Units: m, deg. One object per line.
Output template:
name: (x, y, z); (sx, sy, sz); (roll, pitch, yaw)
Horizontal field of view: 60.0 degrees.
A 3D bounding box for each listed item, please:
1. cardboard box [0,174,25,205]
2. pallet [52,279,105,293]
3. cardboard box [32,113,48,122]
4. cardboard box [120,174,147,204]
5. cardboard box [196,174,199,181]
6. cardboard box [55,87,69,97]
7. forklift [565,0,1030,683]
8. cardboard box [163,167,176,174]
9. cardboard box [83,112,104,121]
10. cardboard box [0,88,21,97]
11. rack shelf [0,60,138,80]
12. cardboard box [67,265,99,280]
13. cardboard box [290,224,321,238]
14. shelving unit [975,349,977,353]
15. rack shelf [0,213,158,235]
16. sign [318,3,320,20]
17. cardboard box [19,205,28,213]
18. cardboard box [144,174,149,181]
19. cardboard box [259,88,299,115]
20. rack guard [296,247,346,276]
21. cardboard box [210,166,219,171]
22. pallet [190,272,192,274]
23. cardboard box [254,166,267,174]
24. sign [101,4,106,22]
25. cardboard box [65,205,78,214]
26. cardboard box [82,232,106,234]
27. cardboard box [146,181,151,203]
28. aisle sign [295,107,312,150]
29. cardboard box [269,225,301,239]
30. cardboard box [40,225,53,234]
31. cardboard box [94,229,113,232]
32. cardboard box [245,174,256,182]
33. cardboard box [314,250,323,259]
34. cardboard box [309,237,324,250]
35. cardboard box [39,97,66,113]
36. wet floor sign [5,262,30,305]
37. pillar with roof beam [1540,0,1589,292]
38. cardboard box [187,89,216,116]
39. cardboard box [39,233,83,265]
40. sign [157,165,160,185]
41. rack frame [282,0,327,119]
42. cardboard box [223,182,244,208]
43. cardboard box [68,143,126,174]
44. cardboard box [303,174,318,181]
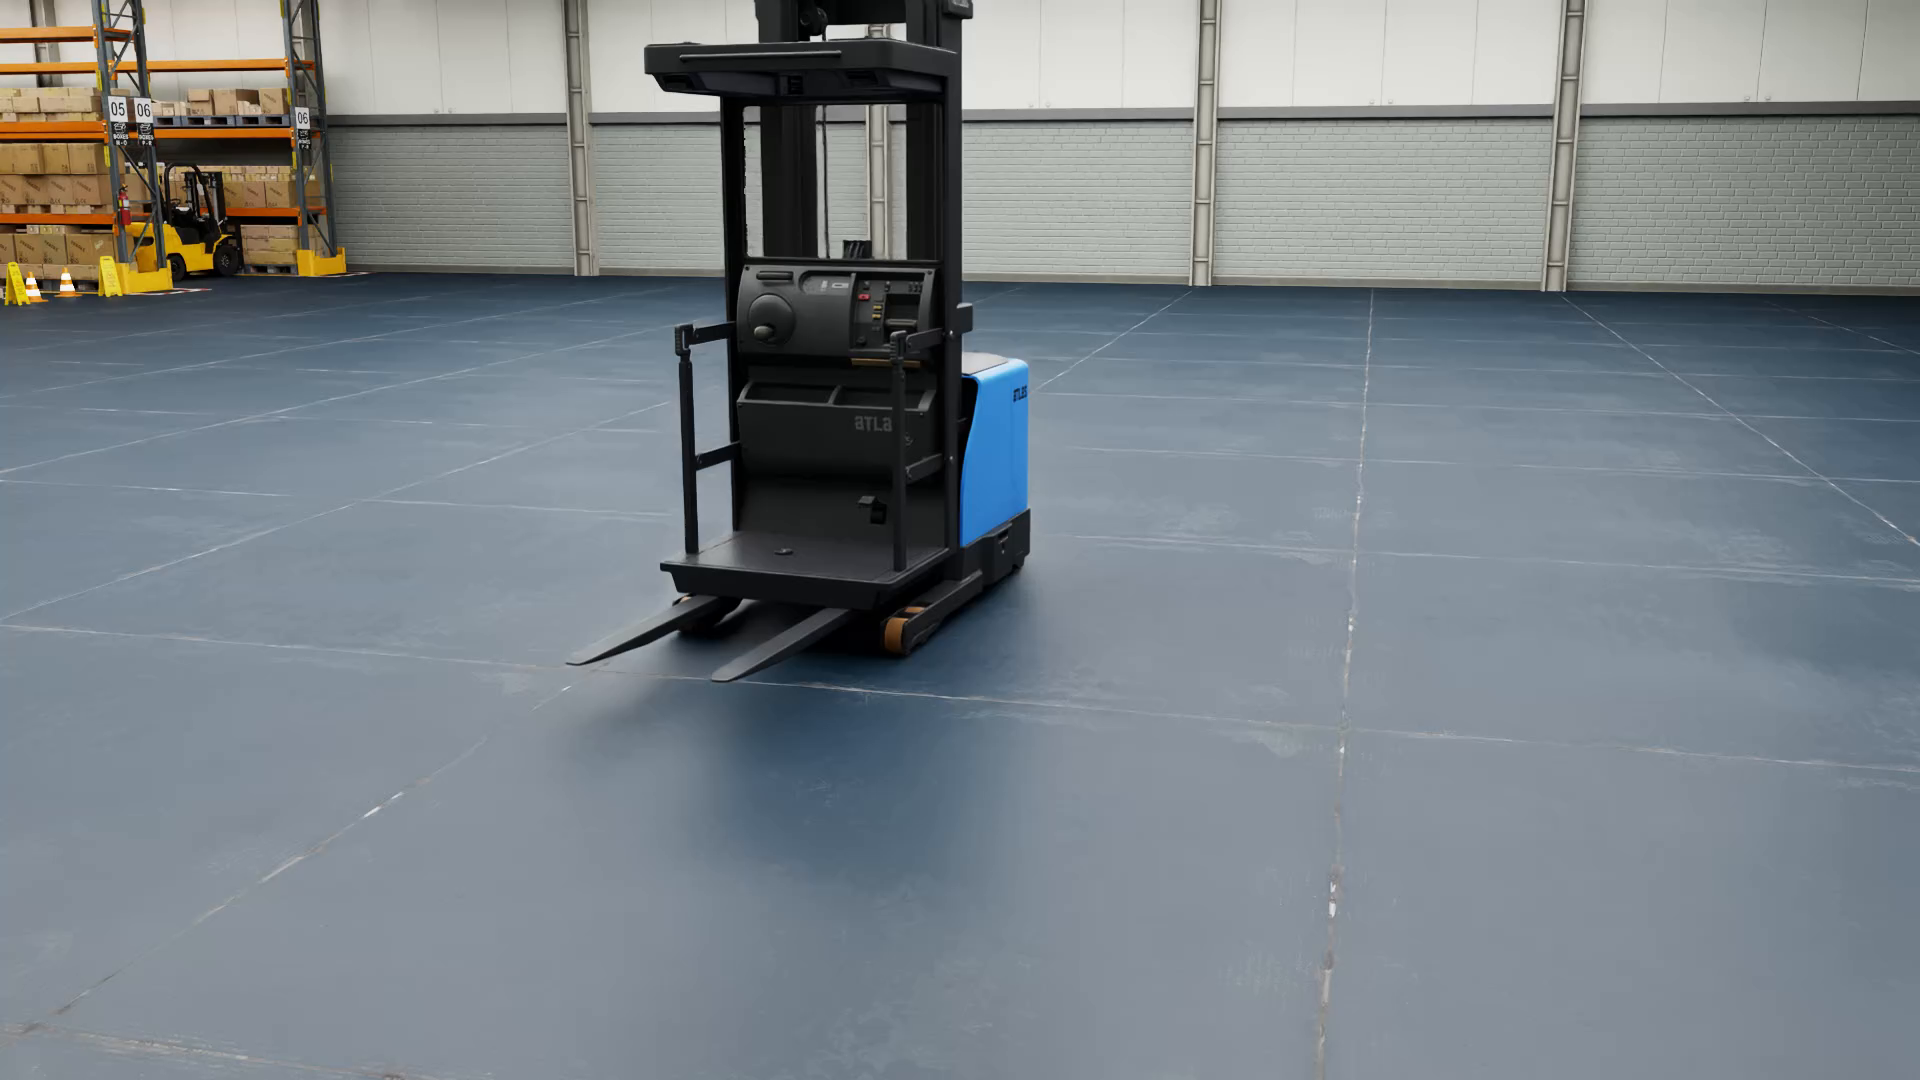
cardboard box: (-15.926, -5.955, 28.233); (0.500, 0.500, 0.500); (3, 13, 14)
pallet: (-14.730, -4.399, 28.575); (1.213, 0.211, 1.003); (3, 13, 14)
cardboard box: (-15.272, -7.066, 27.810); (0.250, 0.149, 0.380); (3, 13, 13)
cardboard box: (-14.269, -5.984, 28.363); (0.500, 0.500, 0.500); (3, 13, 13)
cardboard box: (-15.092, -7.180, 32.942); (0.250, 0.149, 0.380); (3, 13, 12)
cardboard box: (-14.768, -7.424, 27.586); (0.250, 0.149, 0.380); (3, 13, 13)
forklift: (-0.625, -1.041, 7.159); (1.130, 2.935, 3.031); (5, 13, 20)
cardboard box: (-15.585, -7.350, 33.020); (0.250, 0.149, 0.380); (3, 13, 15)
cardboard box: (-14.289, -7.009, 27.553); (0.250, 0.149, 0.380); (3, 13, 14)
cardboard box: (-15.772, -7.466, 27.774); (0.250, 0.149, 0.380); (3, 13, 15)
rack shelf: (-18.516, -9.445, 33.612); (4.000, 0.370, 1.077); (3, 13, 14)
cardboard box: (-14.749, -4.556, 28.224); (0.500, 0.250, 0.500); (3, 13, 13)
cardboard box: (-13.112, -6.167, 33.173); (0.500, 0.250, 0.500); (3, 13, 13)
shelving unit: (-0.052, -0.515, 9.133); (0.252, 1.050, 0.215); (3, 13, 14)
rack shelf: (-15.818, -5.460, 28.578); (4.000, 0.370, 1.077); (3, 13, 14)
sign: (-12.551, -10.330, 32.494); (0.005, 0.325, 0.100); (3, 13, 14)
cardboard box: (-15.770, -5.642, 28.320); (0.250, 0.149, 0.380); (3, 13, 14)
cardboard box: (-16.076, -7.239, 33.209); (0.250, 0.149, 0.380); (3, 13, 15)
cardboard box: (-13.178, -8.490, 32.218); (0.500, 0.500, 0.500); (3, 13, 15)
rack guard: (-12.667, -5.530, 33.003); (0.348, 0.500, 1.175); (3, 13, 14)
cardboard box: (-14.579, -7.314, 32.862); (0.250, 0.149, 0.380); (3, 13, 14)
pallet: (-15.812, -5.547, 33.750); (1.213, 0.211, 1.003); (3, 13, 14)
cardboard box: (-13.596, -7.250, 32.572); (0.250, 0.149, 0.380); (3, 13, 15)
sign: (-16.692, -10.267, 32.397); (0.005, 0.325, 0.100); (3, 13, 14)
cardboard box: (-14.807, -5.567, 27.978); (0.250, 0.149, 0.380); (3, 13, 13)
cardboard box: (-15.125, -5.063, 28.777); (0.500, 0.500, 0.500); (3, 13, 11)
cardboard box: (-16.206, -6.930, 33.311); (0.500, 0.500, 0.500); (3, 13, 12)
aisle sign: (-12.697, -7.955, 32.162); (0.004, 0.787, 0.394); (3, 13, 14)
cardboard box: (-13.212, -6.060, 32.694); (0.500, 0.250, 0.500); (4, 13, 15)
cardboard box: (-15.332, -5.258, 28.157); (0.250, 0.149, 0.380); (3, 13, 14)
cardboard box: (-17.083, -6.029, 33.996); (0.625, 0.625, 0.875); (4, 13, 16)
cardboard box: (-13.824, -7.124, 32.691); (0.250, 0.149, 0.380); (3, 13, 13)
cardboard box: (-13.120, -5.680, 33.290); (0.500, 0.250, 0.500); (3, 13, 14)
cardboard box: (-13.097, -5.926, 33.243); (0.500, 0.250, 0.500); (3, 13, 15)
cardboard box: (-14.922, -7.243, 27.687); (0.500, 0.250, 0.500); (3, 13, 13)
wet floor sign: (-14.461, -3.926, 25.442); (0.232, 0.644, 0.267); (1, 13, 4)
pillar with roof beam: (9.119, -7.755, 23.411); (0.400, 9.000, 9.100); (3, 13, 14)
cardboard box: (-14.708, -8.604, 32.725); (0.637, 0.503, 0.797); (3, 13, 15)
cardboard box: (-15.224, -4.949, 28.262); (0.500, 0.500, 0.500); (4, 13, 16)
sign: (-13.746, -6.244, 28.453); (0.005, 0.325, 0.100); (3, 13, 14)
rack frame: (-12.690, -9.680, 32.088); (0.127, 3.000, 1.000); (3, 13, 14)
cardboard box: (-14.230, -6.826, 32.843); (0.500, 0.500, 0.500); (3, 13, 12)
cardboard box: (-14.424, -6.370, 27.793); (0.500, 0.500, 0.700); (3, 13, 12)
cardboard box: (-12.958, -7.189, 32.982); (0.250, 0.149, 0.380); (3, 13, 12)
